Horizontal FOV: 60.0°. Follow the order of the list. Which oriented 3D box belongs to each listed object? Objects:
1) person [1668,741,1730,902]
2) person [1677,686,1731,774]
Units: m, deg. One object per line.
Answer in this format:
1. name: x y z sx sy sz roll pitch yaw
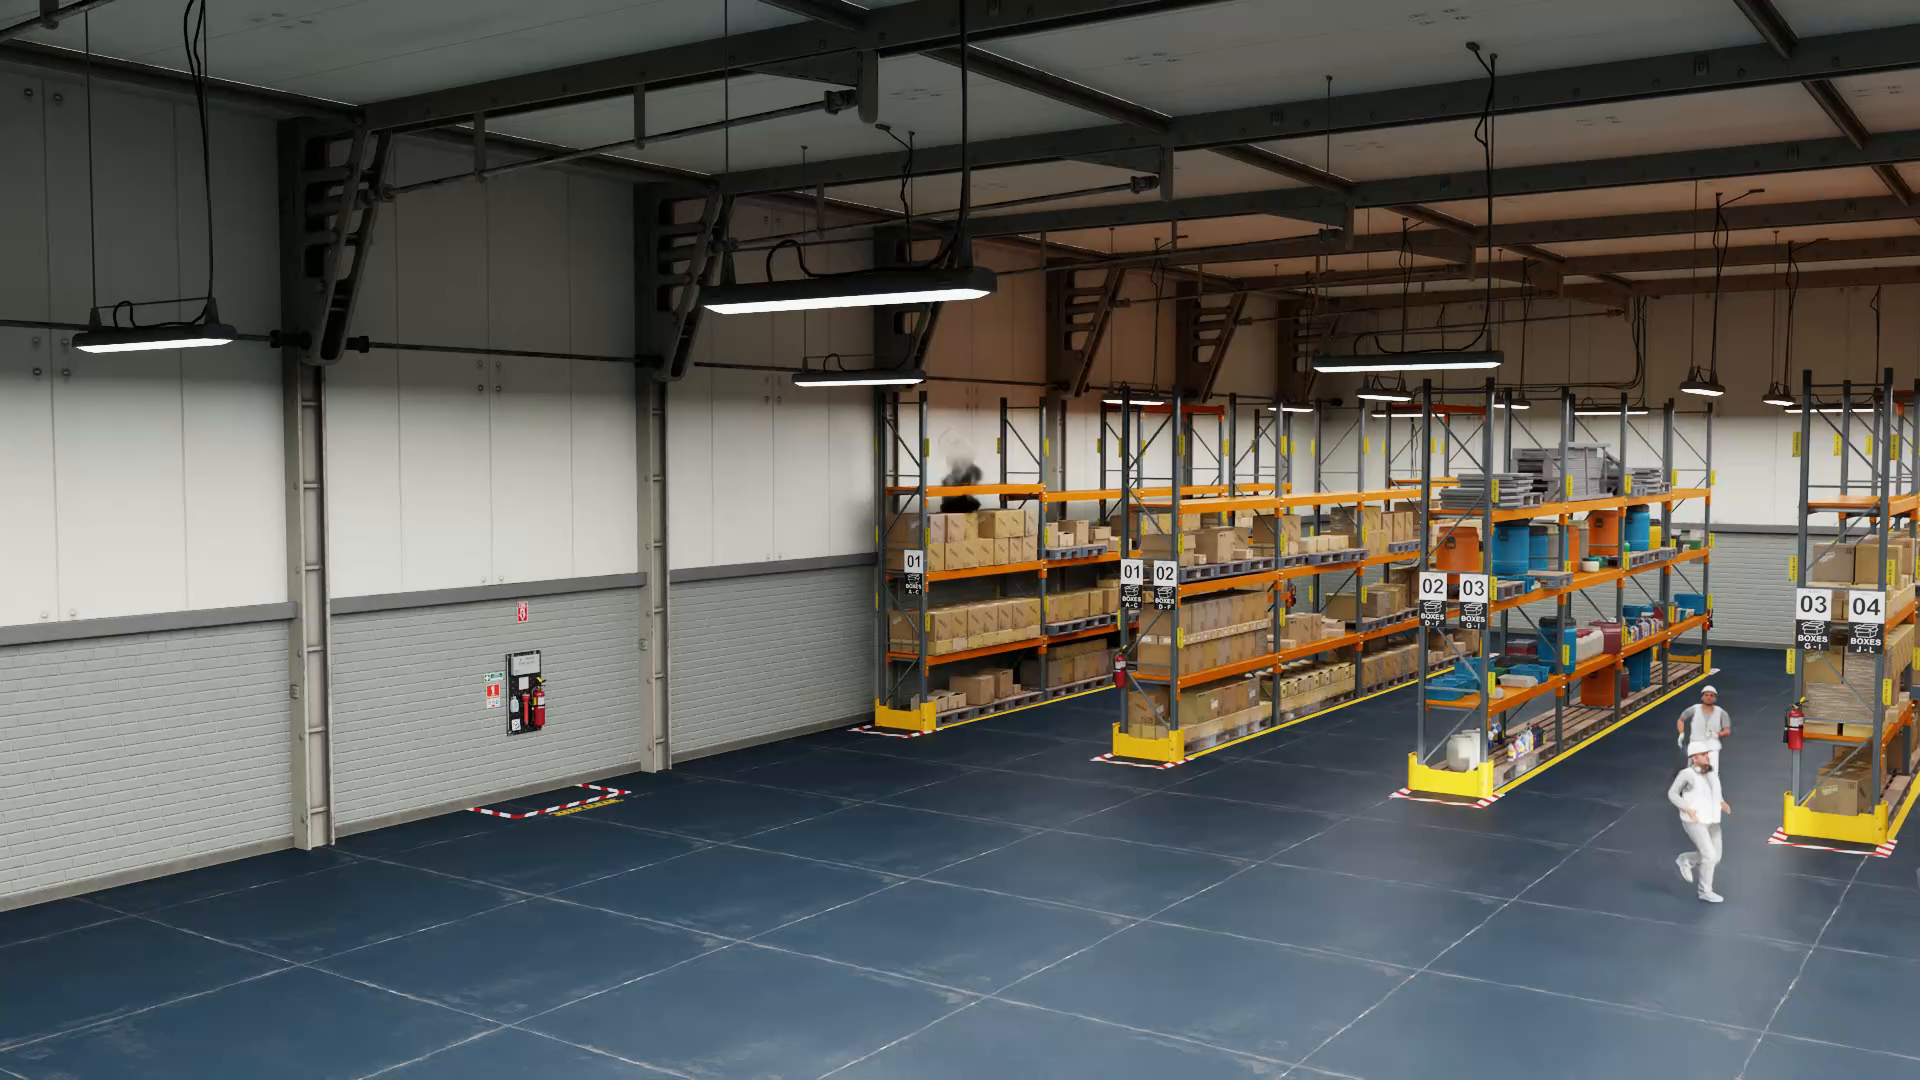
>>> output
1. person: 8.221 3.108 18.520 0.666 1.732 0.753 -1 3 -22
2. person: 10.189 2.865 22.751 0.663 1.740 0.617 1 3 17
